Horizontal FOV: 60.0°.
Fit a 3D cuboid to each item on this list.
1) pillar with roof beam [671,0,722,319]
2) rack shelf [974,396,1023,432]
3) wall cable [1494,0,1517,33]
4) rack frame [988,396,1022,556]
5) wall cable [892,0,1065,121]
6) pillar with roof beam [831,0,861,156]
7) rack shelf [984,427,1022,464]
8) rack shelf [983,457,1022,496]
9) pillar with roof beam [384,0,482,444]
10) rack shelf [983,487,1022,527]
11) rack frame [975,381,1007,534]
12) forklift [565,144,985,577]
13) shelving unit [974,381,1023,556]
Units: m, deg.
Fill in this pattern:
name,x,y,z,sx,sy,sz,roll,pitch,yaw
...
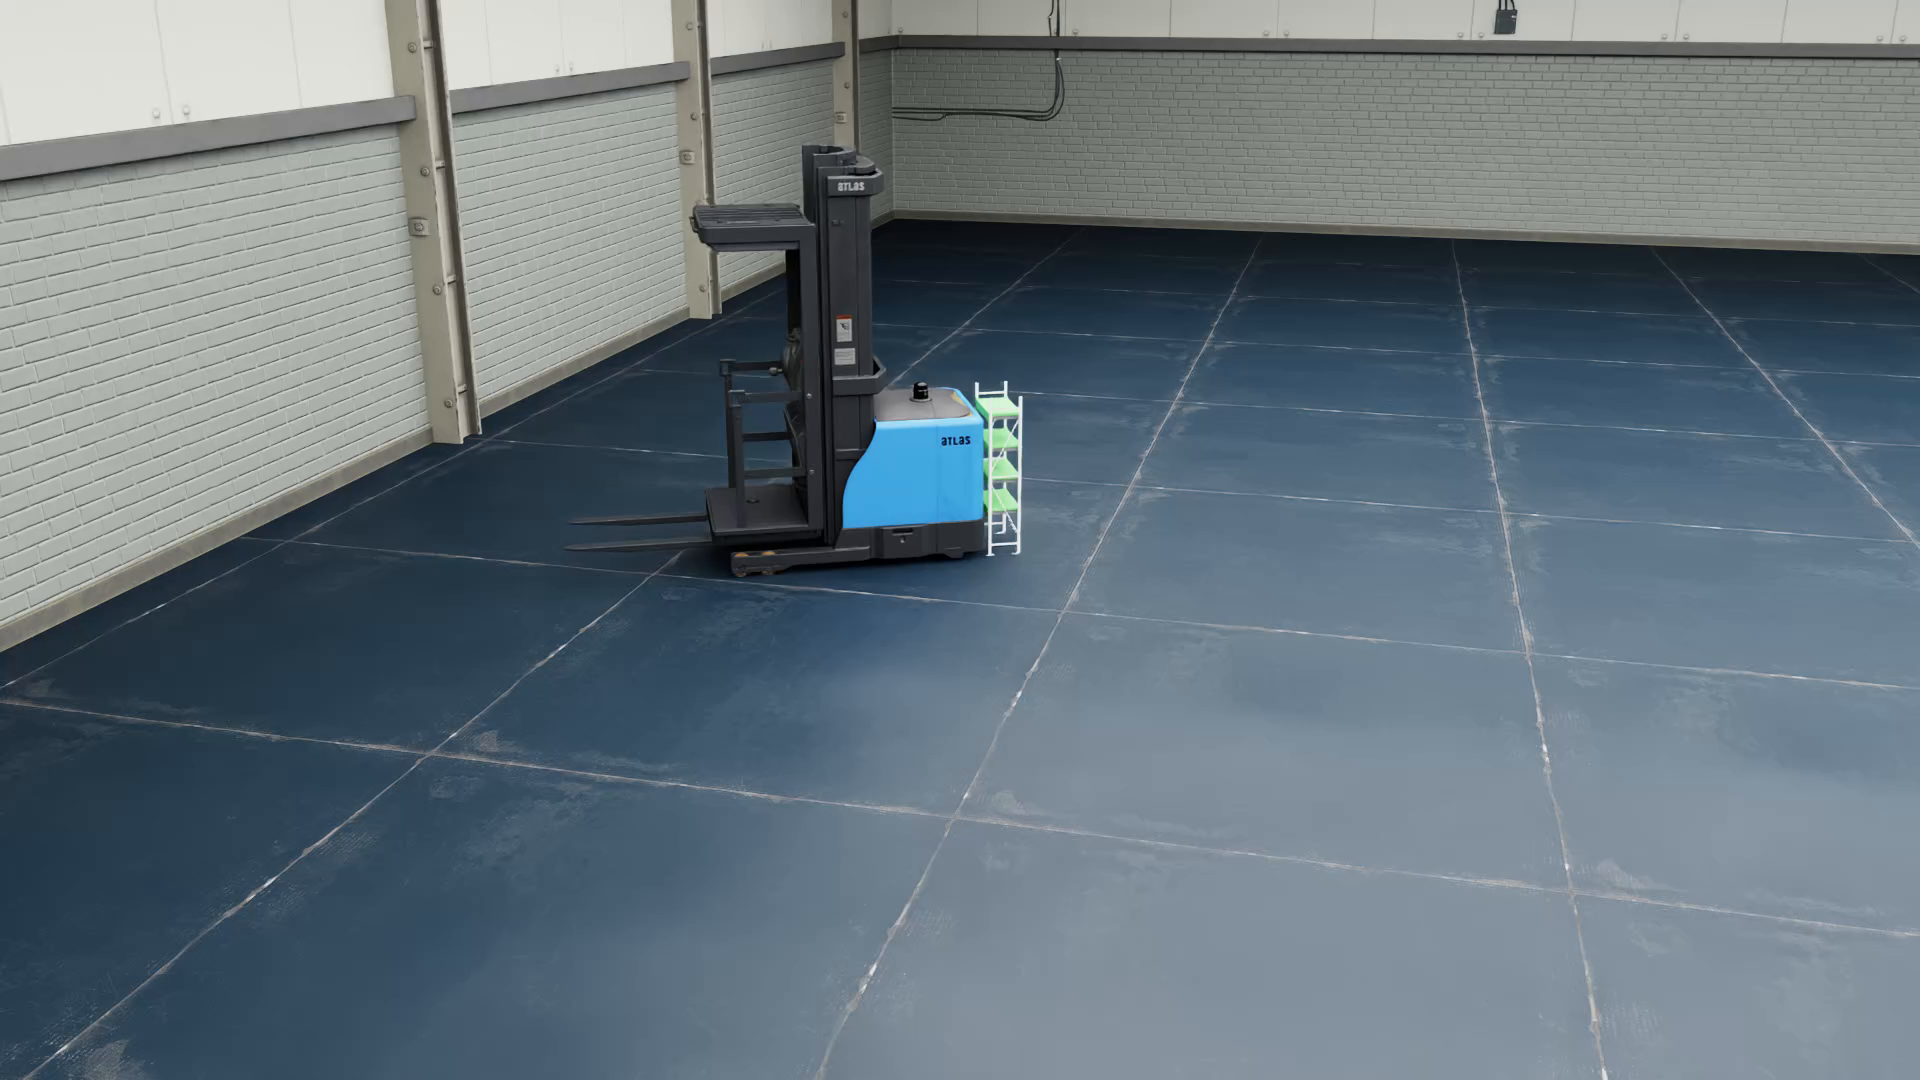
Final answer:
name,x,y,z,sx,sy,sz,roll,pitch,yaw
pillar with roof beam,0.953,-6.754,18.540,9.100,9.000,0.400,5,19,13
rack shelf,0.282,-0.931,12.270,0.258,0.148,0.480,-4,19,-11
wall cable,9.448,-10.649,24.680,2.305,6.003,0.169,5,19,13
rack frame,0.330,-0.460,12.178,0.240,1.200,0.015,-4,19,-11
wall cable,0.246,-8.324,27.941,3.097,2.526,0.112,5,19,13
pillar with roof beam,2.419,-8.635,24.046,9.100,9.000,0.400,5,19,13
rack shelf,0.282,-0.704,12.348,0.258,0.148,0.480,-4,19,-11
rack shelf,0.282,-0.477,12.425,0.258,0.148,0.480,-4,19,-11
pillar with roof beam,-0.513,-4.874,13.034,9.100,9.000,0.400,5,19,13
rack shelf,0.281,-0.250,12.503,0.258,0.148,0.480,-4,19,-11
rack frame,0.234,-0.615,12.631,0.240,1.200,0.015,-4,19,-11
forklift,-1.386,-1.310,11.990,3.031,2.935,1.130,-4,19,-11
shelving unit,0.282,-0.537,12.405,0.258,1.200,0.503,-4,19,-11
